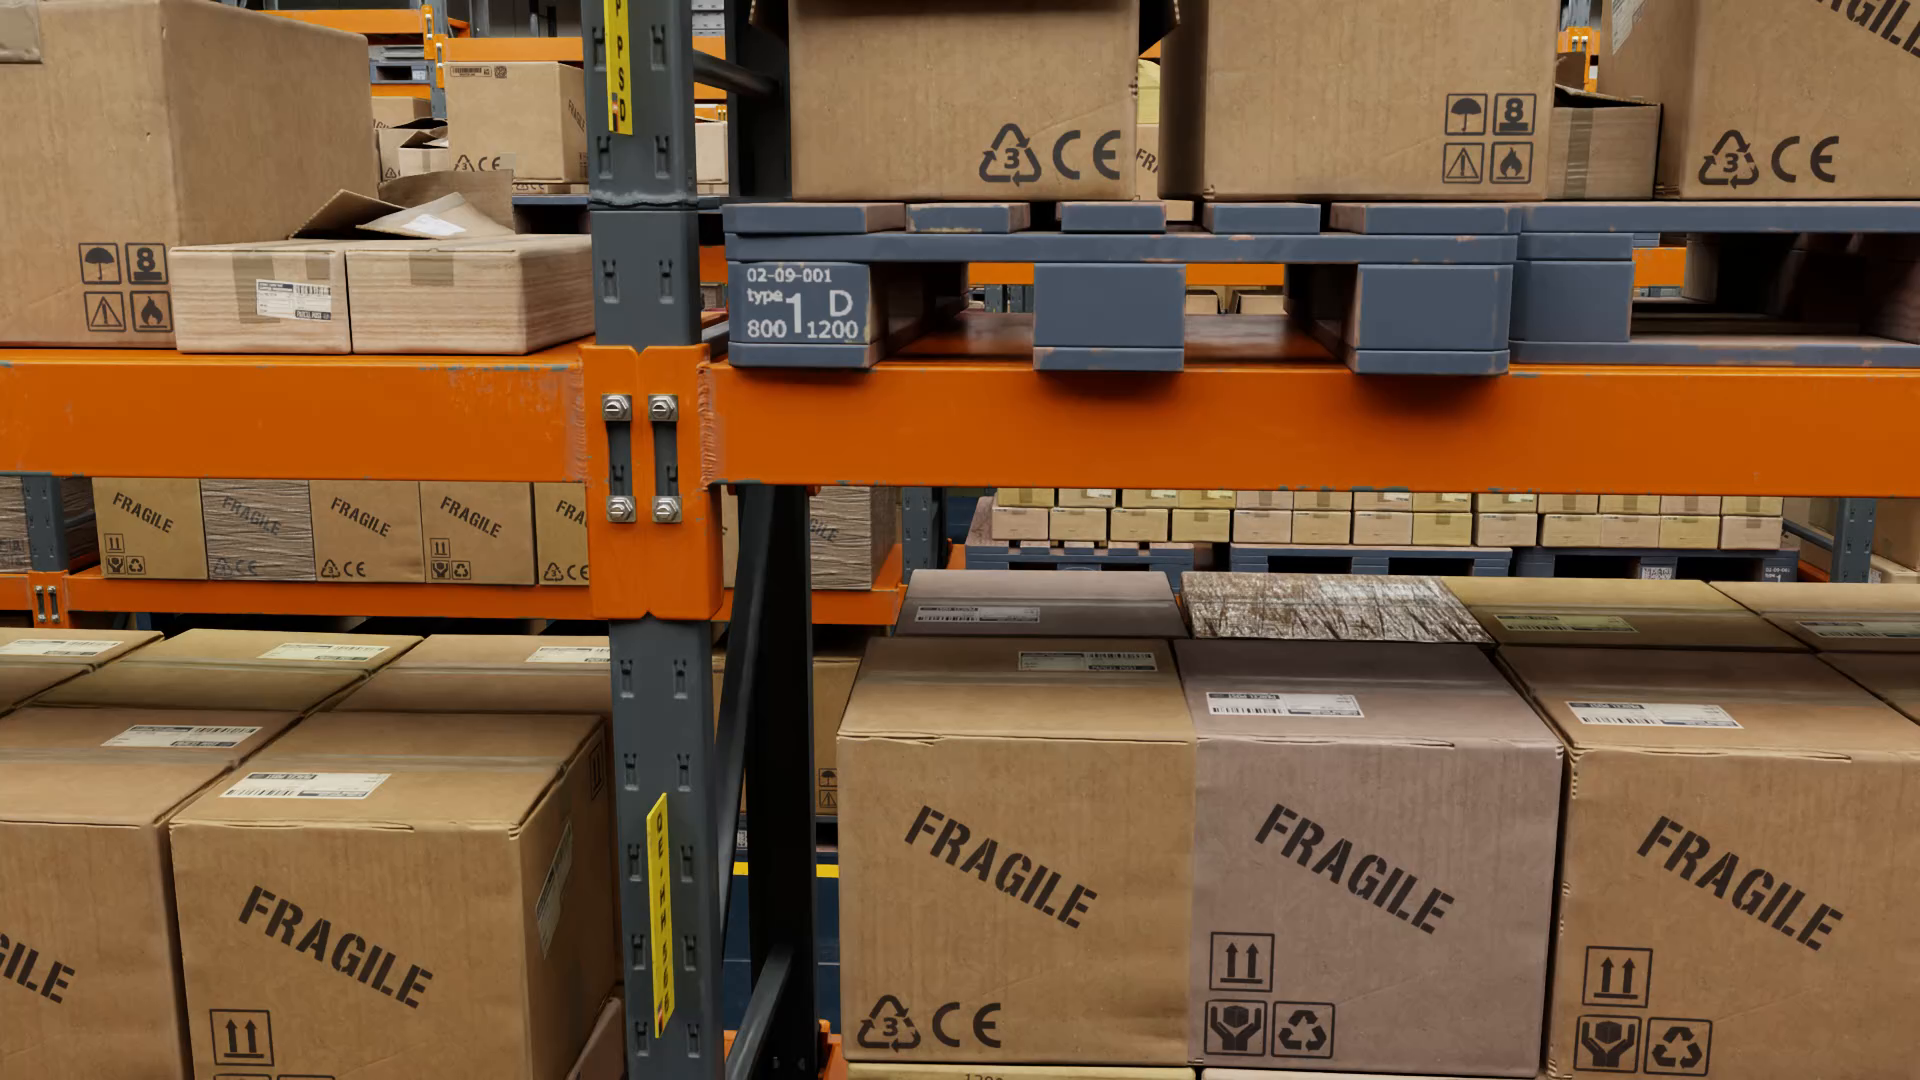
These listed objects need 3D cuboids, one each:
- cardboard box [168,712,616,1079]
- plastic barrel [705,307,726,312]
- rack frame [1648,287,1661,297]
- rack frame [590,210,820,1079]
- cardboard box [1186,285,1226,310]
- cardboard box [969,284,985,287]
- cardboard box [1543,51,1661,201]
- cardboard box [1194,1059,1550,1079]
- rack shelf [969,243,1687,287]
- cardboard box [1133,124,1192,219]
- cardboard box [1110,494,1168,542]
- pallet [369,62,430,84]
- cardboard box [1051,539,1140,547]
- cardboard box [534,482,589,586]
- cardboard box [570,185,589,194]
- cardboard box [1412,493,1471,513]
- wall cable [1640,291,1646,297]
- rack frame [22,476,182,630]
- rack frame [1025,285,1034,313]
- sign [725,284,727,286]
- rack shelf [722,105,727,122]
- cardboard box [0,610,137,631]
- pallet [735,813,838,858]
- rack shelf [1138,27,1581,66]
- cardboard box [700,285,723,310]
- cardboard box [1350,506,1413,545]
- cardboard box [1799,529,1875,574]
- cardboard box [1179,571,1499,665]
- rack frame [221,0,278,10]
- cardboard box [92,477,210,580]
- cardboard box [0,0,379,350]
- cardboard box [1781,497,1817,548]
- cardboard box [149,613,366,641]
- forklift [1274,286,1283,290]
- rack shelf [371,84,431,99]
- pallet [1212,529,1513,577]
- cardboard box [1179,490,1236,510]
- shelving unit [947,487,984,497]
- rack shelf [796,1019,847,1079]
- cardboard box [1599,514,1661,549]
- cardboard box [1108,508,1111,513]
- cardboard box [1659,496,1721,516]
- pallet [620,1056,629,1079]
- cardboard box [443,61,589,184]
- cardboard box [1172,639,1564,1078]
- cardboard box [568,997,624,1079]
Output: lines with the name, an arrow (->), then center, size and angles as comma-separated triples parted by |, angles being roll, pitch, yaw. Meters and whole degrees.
cardboard box -> -0.860, 0.589, 2.630 | 0.500, 0.500, 0.500 | 0, 12, 2
plastic barrel -> -2.446, -2.161, 17.442 | 0.433, 0.535, 0.433 | 0, 12, 0
rack frame -> 8.922, -3.000, 21.785 | 0.127, 3.000, 1.000 | 1, 12, 4
rack frame -> -0.388, 0.939, 2.955 | 0.127, 3.000, 1.000 | 1, 12, 4
cardboard box -> 3.164, -3.321, 22.048 | 0.500, 0.500, 0.700 | -2, 12, -11
cardboard box -> 0.238, -4.393, 27.122 | 0.500, 0.500, 0.700 | 0, 12, -2
cardboard box -> 1.009, -0.722, 2.870 | 0.258, 0.266, 0.396 | 0, 12, 2
cardboard box -> 0.616, 0.832, 2.610 | 0.500, 0.250, 0.500 | 1, 12, 5
rack shelf -> 1.837, -1.163, 7.432 | 4.000, 0.370, 1.077 | 1, 12, 4
cardboard box -> 0.893, -1.524, 7.156 | 0.500, 0.500, 0.500 | 1, 12, 4
cardboard box -> 0.811, -0.102, 7.518 | 0.250, 0.149, 0.380 | 1, 12, 7
pallet -> -5.431, -4.823, 17.282 | 1.213, 0.211, 1.003 | 1, 12, 4
cardboard box -> 0.961, -0.238, 12.743 | 0.875, 0.875, 1.225 | 0, 12, 1
cardboard box -> -1.622, -0.088, 7.620 | 0.500, 0.500, 0.500 | 1, 12, 3
cardboard box -> -2.773, -2.756, 12.595 | 0.258, 0.266, 0.396 | 1, 12, 6
cardboard box -> 2.107, -0.230, 7.403 | 0.250, 0.149, 0.380 | 1, 12, 4
wall cable -> 10.590, -4.685, 27.359 | 1.851, 1.984, 0.084 | 1, 12, 4
rack frame -> -4.149, -0.129, 8.058 | 0.127, 3.000, 1.000 | 1, 12, 4
rack frame -> 0.940, -3.110, 22.308 | 0.127, 3.000, 1.000 | 1, 12, 4
sign -> -3.087, -3.514, 21.931 | 0.005, 0.325, 0.100 | 1, 12, 4
rack shelf -> -1.056, -5.526, 21.939 | 4.000, 0.370, 1.077 | 1, 12, 4
cardboard box -> -4.772, 0.683, 8.342 | 0.875, 0.875, 0.875 | 1, 12, 5
pallet -> -0.940, 1.265, 8.207 | 1.213, 0.211, 1.003 | 1, 12, 4
rack shelf -> 2.269, -3.447, 12.003 | 4.000, 0.370, 1.077 | 1, 12, 4
cardboard box -> -3.495, -3.218, 22.582 | 0.500, 0.500, 0.700 | 0, 12, 2
cardboard box -> 1.857, -0.088, 7.449 | 0.250, 0.149, 0.380 | 0, 12, 2
cardboard box -> 4.133, 0.060, 7.770 | 0.250, 0.149, 0.380 | 1, 12, 3
cardboard box -> 0.657, 0.359, 3.039 | 0.500, 0.500, 0.500 | 1, 12, 5
rack frame -> -7.377, -5.144, 17.380 | 0.127, 3.000, 1.000 | 1, 12, 4
cardboard box -> -3.643, -0.116, 7.750 | 0.500, 0.500, 0.500 | 1, 12, 4
cardboard box -> -1.333, -0.594, 2.710 | 0.500, 0.500, 0.700 | 1, 12, 4
cardboard box -> 5.816, -0.159, 12.366 | 0.875, 0.875, 0.875 | 1, 12, 4
cardboard box -> -3.524, 0.757, 8.292 | 0.750, 0.750, 1.050 | 1, 12, 3
forklift -> 3.414, -1.388, 14.246 | 3.031, 2.935, 1.130 | 1, 12, 5
rack shelf -> -5.382, -4.568, 17.364 | 4.000, 0.370, 1.077 | 1, 12, 4
pallet -> 1.819, 0.039, 7.726 | 1.213, 0.211, 1.003 | 1, 12, 4
cardboard box -> 1.099, -0.245, 7.475 | 0.250, 0.149, 0.380 | 1, 12, 4
shelving unit -> -0.007, -0.734, 14.615 | 0.755, 1.500, 0.431 | 1, 12, 4
rack shelf -> 1.607, 1.318, 2.898 | 4.000, 0.370, 1.077 | 1, 12, 4
cardboard box -> 2.915, -0.074, 7.384 | 0.250, 0.149, 0.380 | 1, 12, 4
cardboard box -> 0.612, -0.240, 8.177 | 0.250, 0.149, 0.380 | 1, 12, 4
cardboard box -> 3.159, -0.216, 7.336 | 0.250, 0.149, 0.380 | 1, 12, 4
pallet -> -1.107, 1.044, 2.917 | 1.003, 0.211, 1.213 | 1, 12, 4
cardboard box -> -1.912, -1.812, 7.266 | 0.500, 0.500, 0.500 | 1, 12, 4
cardboard box -> 0.583, 0.462, 2.548 | 0.500, 0.500, 0.500 | 1, 12, 4
cardboard box -> -0.731, 0.900, 2.730 | 0.250, 0.149, 0.380 | 1, 12, 6
